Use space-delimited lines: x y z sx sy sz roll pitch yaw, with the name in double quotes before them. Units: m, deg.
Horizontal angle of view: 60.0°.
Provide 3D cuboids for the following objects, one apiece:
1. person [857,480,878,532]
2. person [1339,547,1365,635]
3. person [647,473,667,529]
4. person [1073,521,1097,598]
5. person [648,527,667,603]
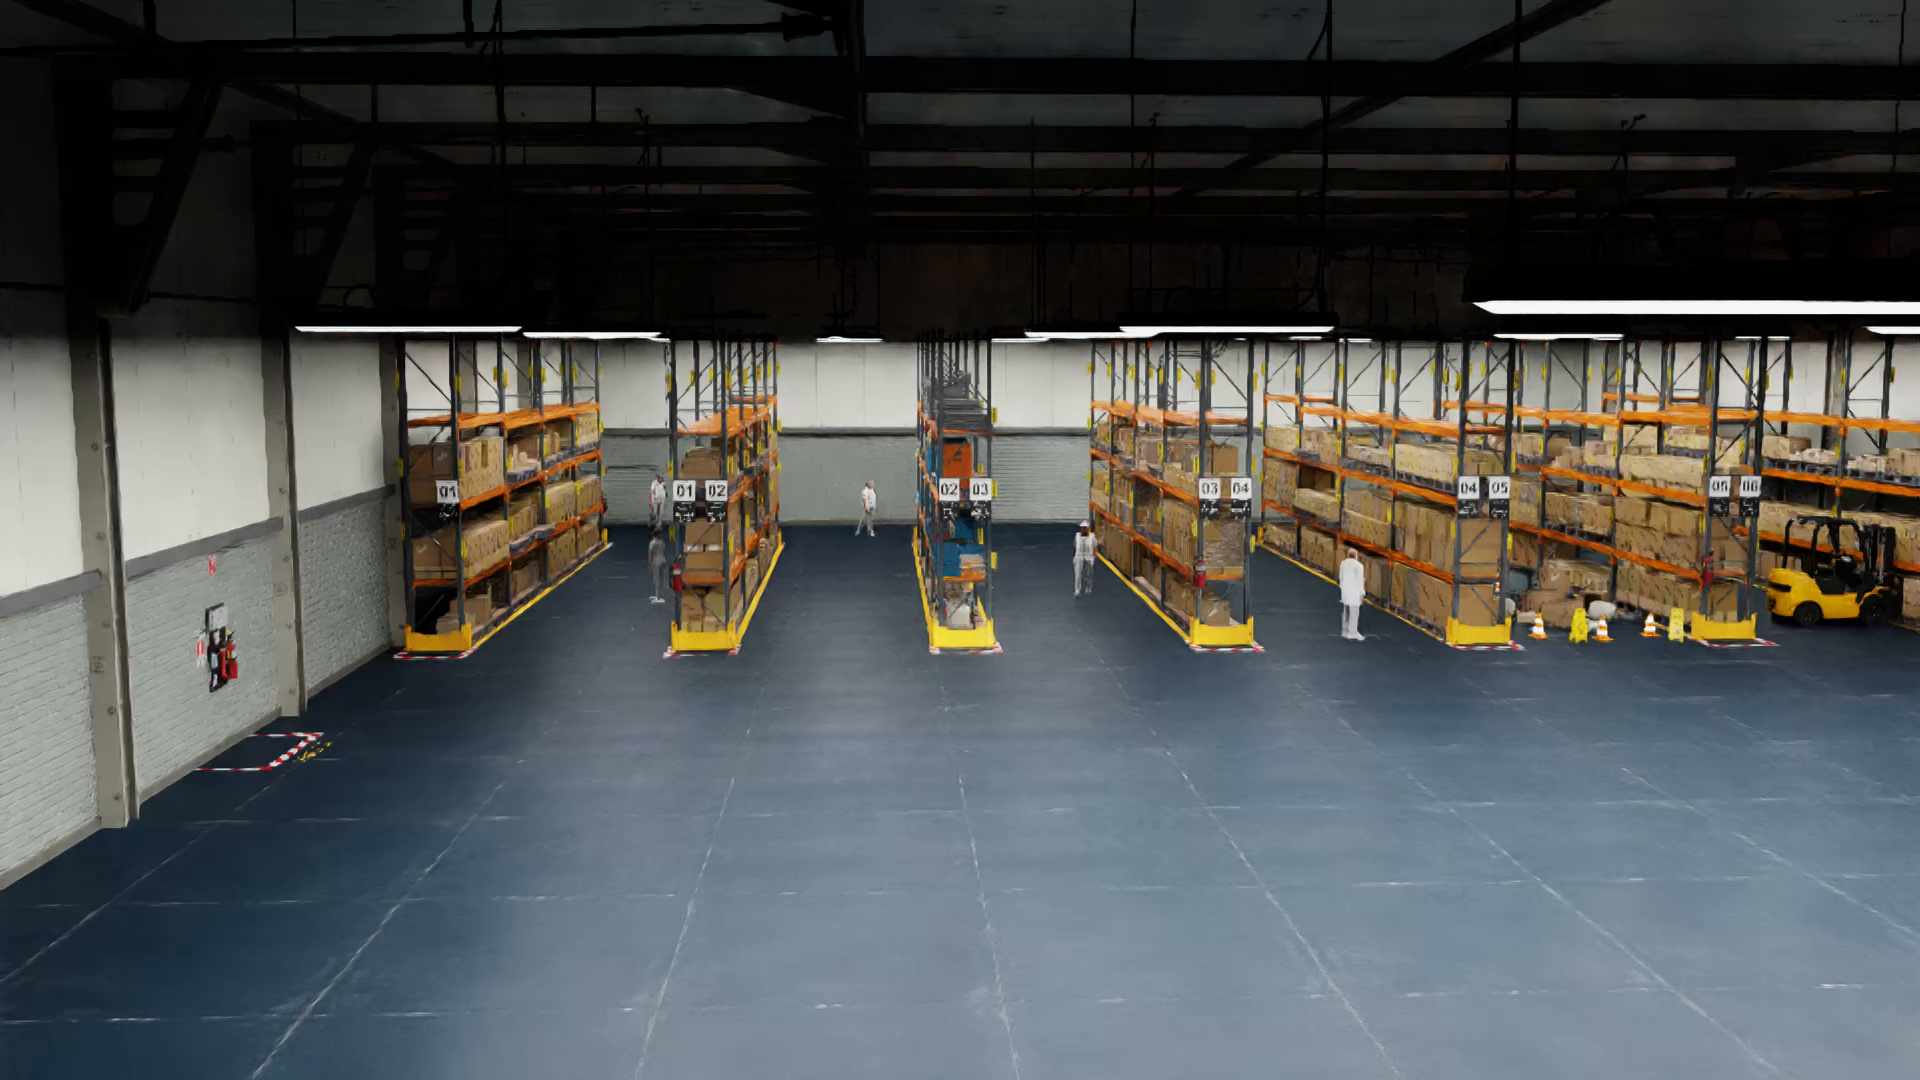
"person" -2.786 -1.033 50.116 0.492 1.581 0.580 5 8 36
"person" 7.604 0.978 32.295 0.383 1.703 0.644 -5 8 -35
"person" -9.379 -1.209 51.492 0.599 1.750 0.562 -6 9 -41
"person" 2.825 0.426 37.661 0.550 1.727 1.033 1 7 6
"person" -6.739 0.532 36.926 0.581 1.663 0.558 4 8 32
